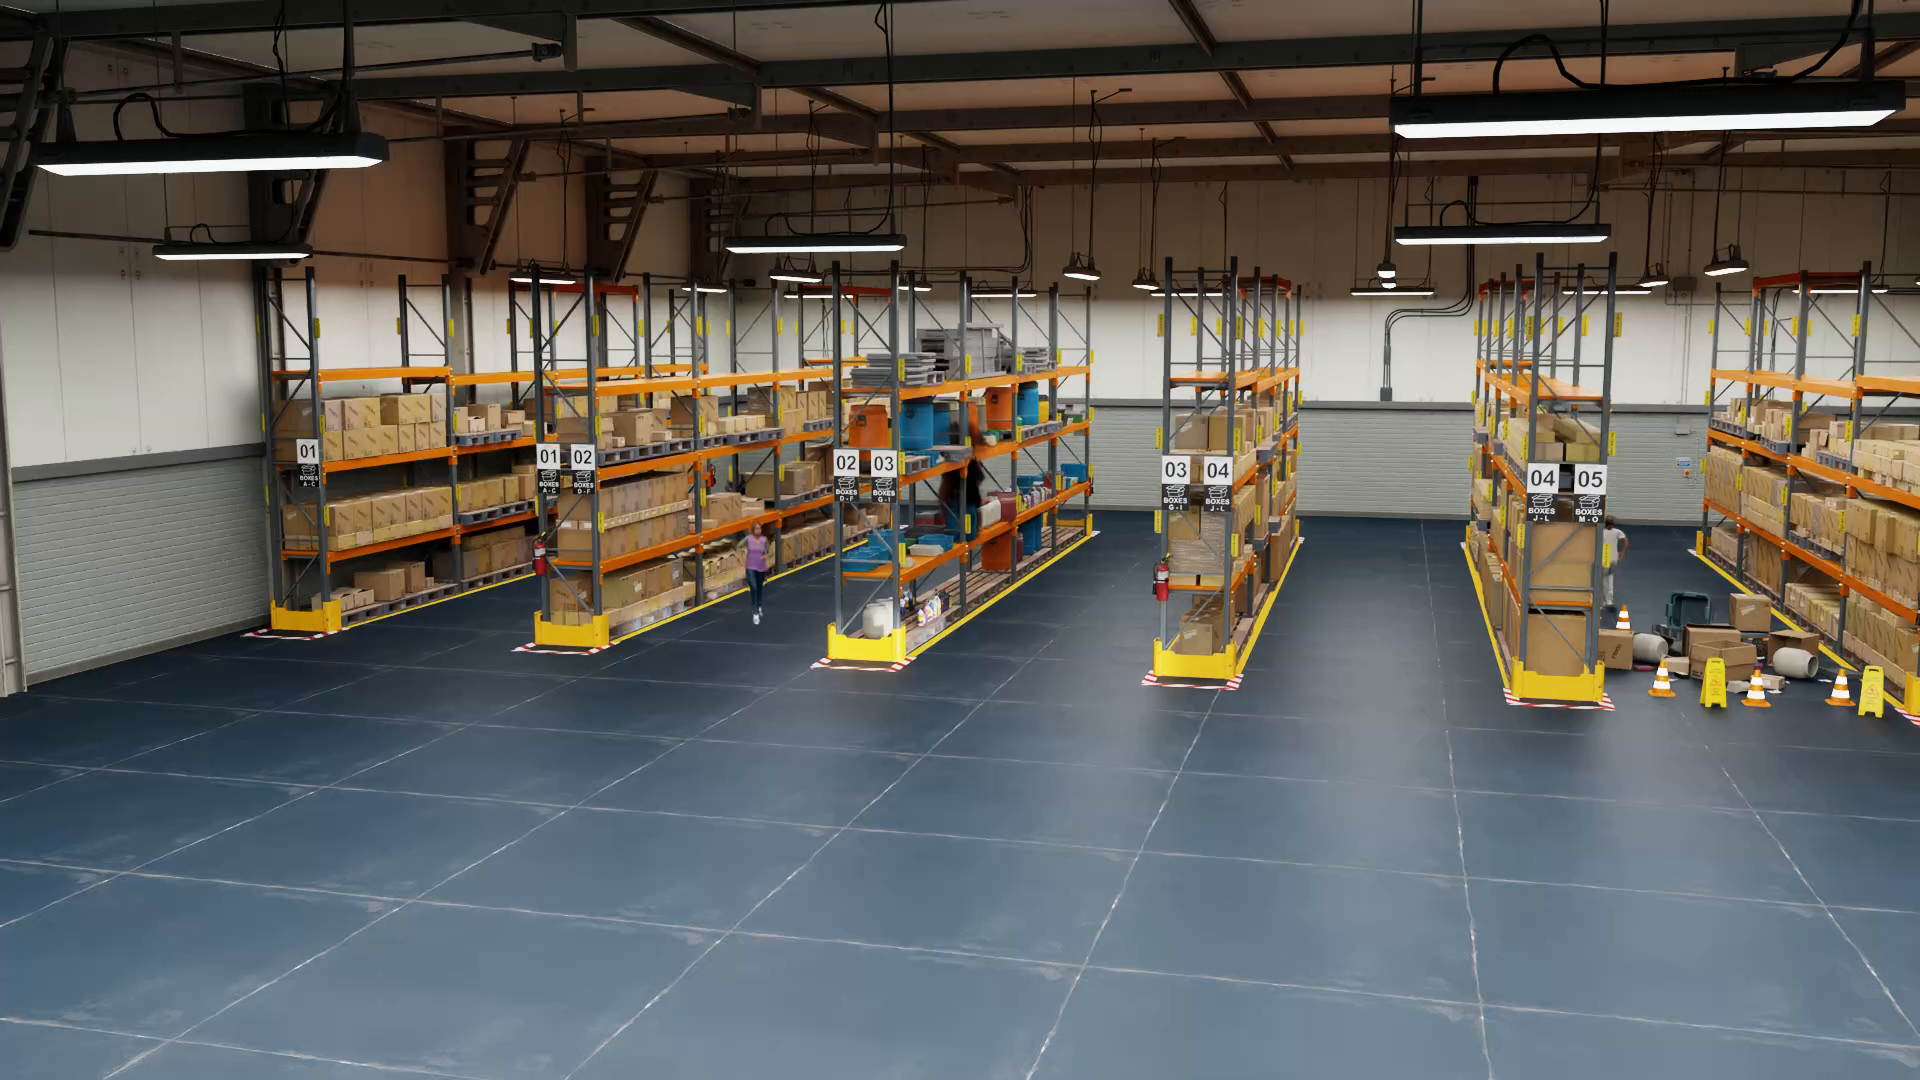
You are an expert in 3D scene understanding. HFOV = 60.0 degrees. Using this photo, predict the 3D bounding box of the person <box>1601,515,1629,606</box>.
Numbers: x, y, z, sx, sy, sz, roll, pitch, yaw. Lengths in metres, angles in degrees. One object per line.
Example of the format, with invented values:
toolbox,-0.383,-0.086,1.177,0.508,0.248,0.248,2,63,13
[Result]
person,11.771,0.374,30.174,0.597,1.611,0.705,1,7,8

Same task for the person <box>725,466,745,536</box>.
person,-5.401,-0.996,40.711,0.666,1.695,0.972,1,7,4

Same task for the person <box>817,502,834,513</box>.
person,-3.389,-1.375,43.598,0.873,1.673,0.603,3,8,25

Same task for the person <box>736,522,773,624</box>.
person,-3.330,0.502,27.028,0.571,1.621,0.820,-2,8,-16
